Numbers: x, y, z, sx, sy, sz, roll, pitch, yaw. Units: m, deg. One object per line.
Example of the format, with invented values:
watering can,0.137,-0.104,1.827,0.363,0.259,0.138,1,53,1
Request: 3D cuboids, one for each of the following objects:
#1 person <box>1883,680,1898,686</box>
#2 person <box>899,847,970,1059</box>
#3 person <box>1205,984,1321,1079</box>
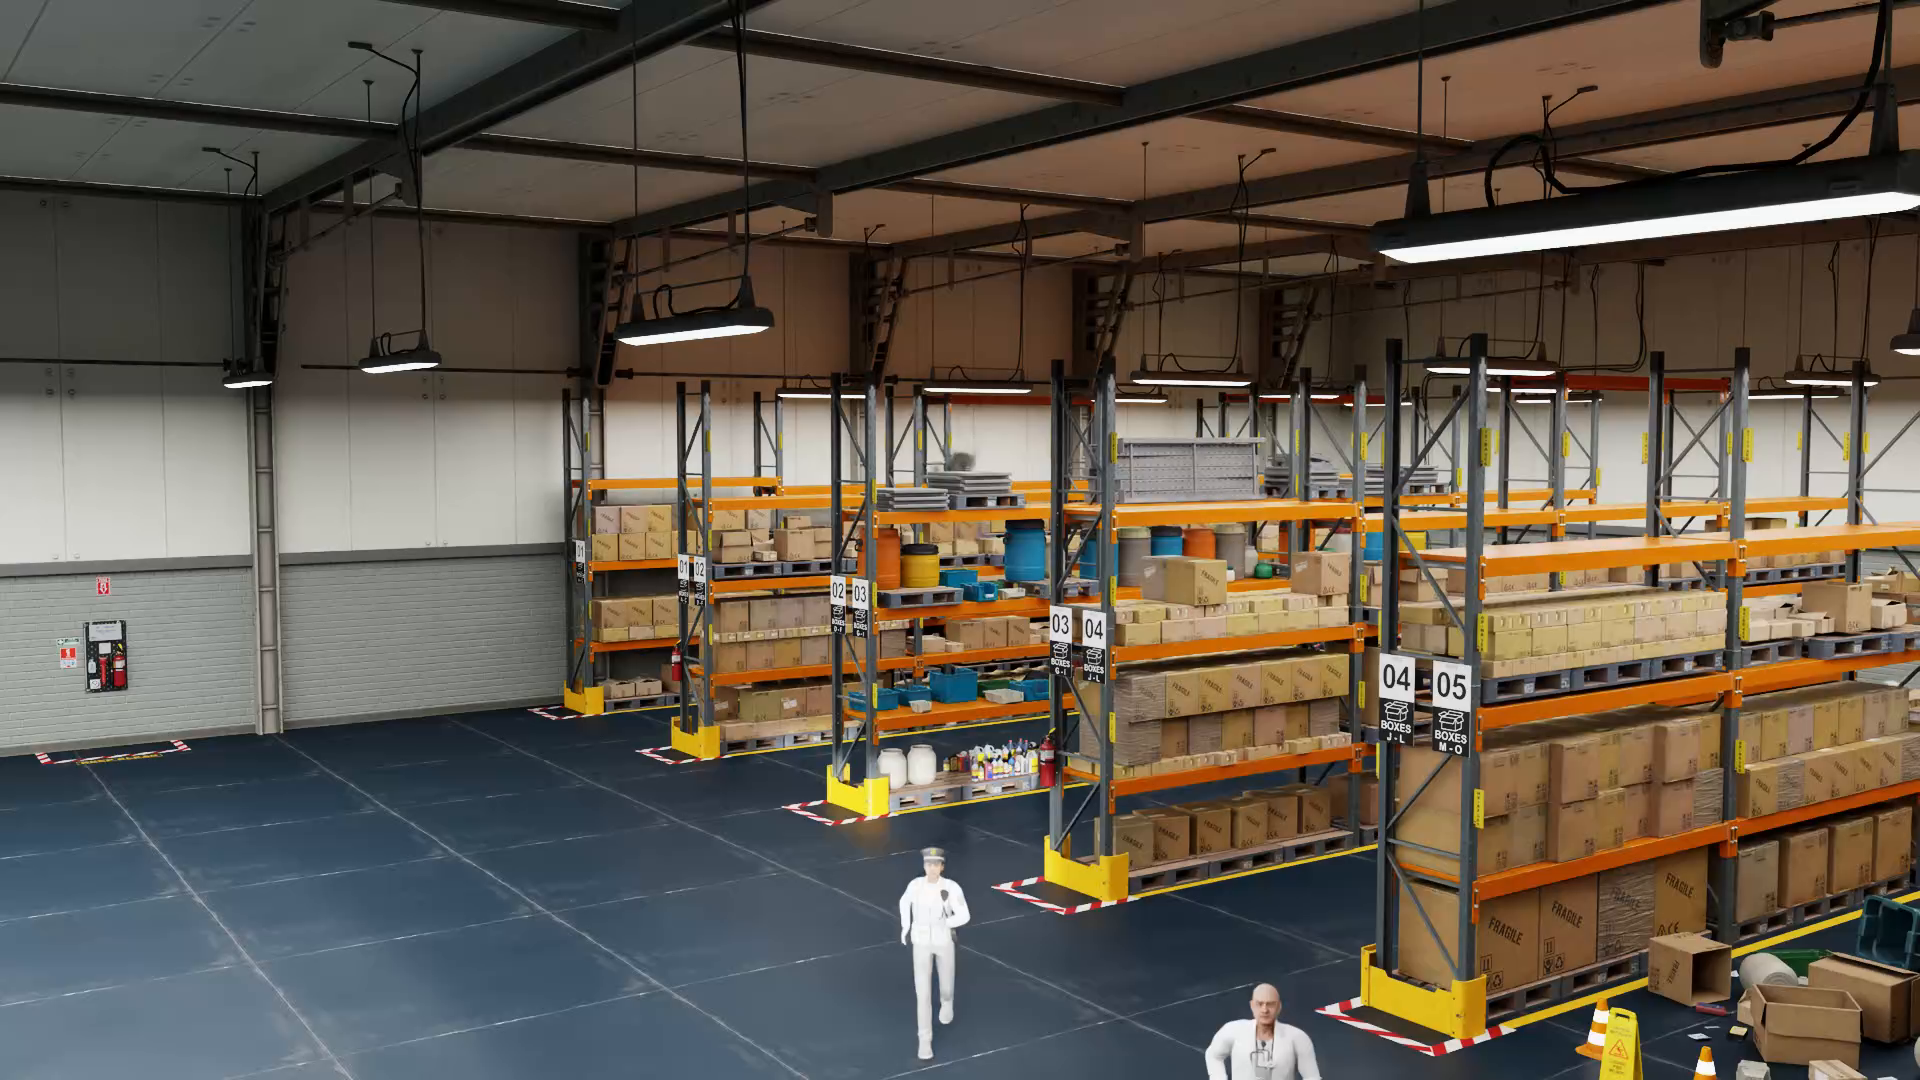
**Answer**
person,12.763,2.818,22.882,0.683,1.785,0.651,-2,4,-30
person,-0.223,3.405,14.024,0.618,1.667,0.929,0,4,4
person,1.879,3.639,10.331,0.709,1.737,0.624,1,4,9
